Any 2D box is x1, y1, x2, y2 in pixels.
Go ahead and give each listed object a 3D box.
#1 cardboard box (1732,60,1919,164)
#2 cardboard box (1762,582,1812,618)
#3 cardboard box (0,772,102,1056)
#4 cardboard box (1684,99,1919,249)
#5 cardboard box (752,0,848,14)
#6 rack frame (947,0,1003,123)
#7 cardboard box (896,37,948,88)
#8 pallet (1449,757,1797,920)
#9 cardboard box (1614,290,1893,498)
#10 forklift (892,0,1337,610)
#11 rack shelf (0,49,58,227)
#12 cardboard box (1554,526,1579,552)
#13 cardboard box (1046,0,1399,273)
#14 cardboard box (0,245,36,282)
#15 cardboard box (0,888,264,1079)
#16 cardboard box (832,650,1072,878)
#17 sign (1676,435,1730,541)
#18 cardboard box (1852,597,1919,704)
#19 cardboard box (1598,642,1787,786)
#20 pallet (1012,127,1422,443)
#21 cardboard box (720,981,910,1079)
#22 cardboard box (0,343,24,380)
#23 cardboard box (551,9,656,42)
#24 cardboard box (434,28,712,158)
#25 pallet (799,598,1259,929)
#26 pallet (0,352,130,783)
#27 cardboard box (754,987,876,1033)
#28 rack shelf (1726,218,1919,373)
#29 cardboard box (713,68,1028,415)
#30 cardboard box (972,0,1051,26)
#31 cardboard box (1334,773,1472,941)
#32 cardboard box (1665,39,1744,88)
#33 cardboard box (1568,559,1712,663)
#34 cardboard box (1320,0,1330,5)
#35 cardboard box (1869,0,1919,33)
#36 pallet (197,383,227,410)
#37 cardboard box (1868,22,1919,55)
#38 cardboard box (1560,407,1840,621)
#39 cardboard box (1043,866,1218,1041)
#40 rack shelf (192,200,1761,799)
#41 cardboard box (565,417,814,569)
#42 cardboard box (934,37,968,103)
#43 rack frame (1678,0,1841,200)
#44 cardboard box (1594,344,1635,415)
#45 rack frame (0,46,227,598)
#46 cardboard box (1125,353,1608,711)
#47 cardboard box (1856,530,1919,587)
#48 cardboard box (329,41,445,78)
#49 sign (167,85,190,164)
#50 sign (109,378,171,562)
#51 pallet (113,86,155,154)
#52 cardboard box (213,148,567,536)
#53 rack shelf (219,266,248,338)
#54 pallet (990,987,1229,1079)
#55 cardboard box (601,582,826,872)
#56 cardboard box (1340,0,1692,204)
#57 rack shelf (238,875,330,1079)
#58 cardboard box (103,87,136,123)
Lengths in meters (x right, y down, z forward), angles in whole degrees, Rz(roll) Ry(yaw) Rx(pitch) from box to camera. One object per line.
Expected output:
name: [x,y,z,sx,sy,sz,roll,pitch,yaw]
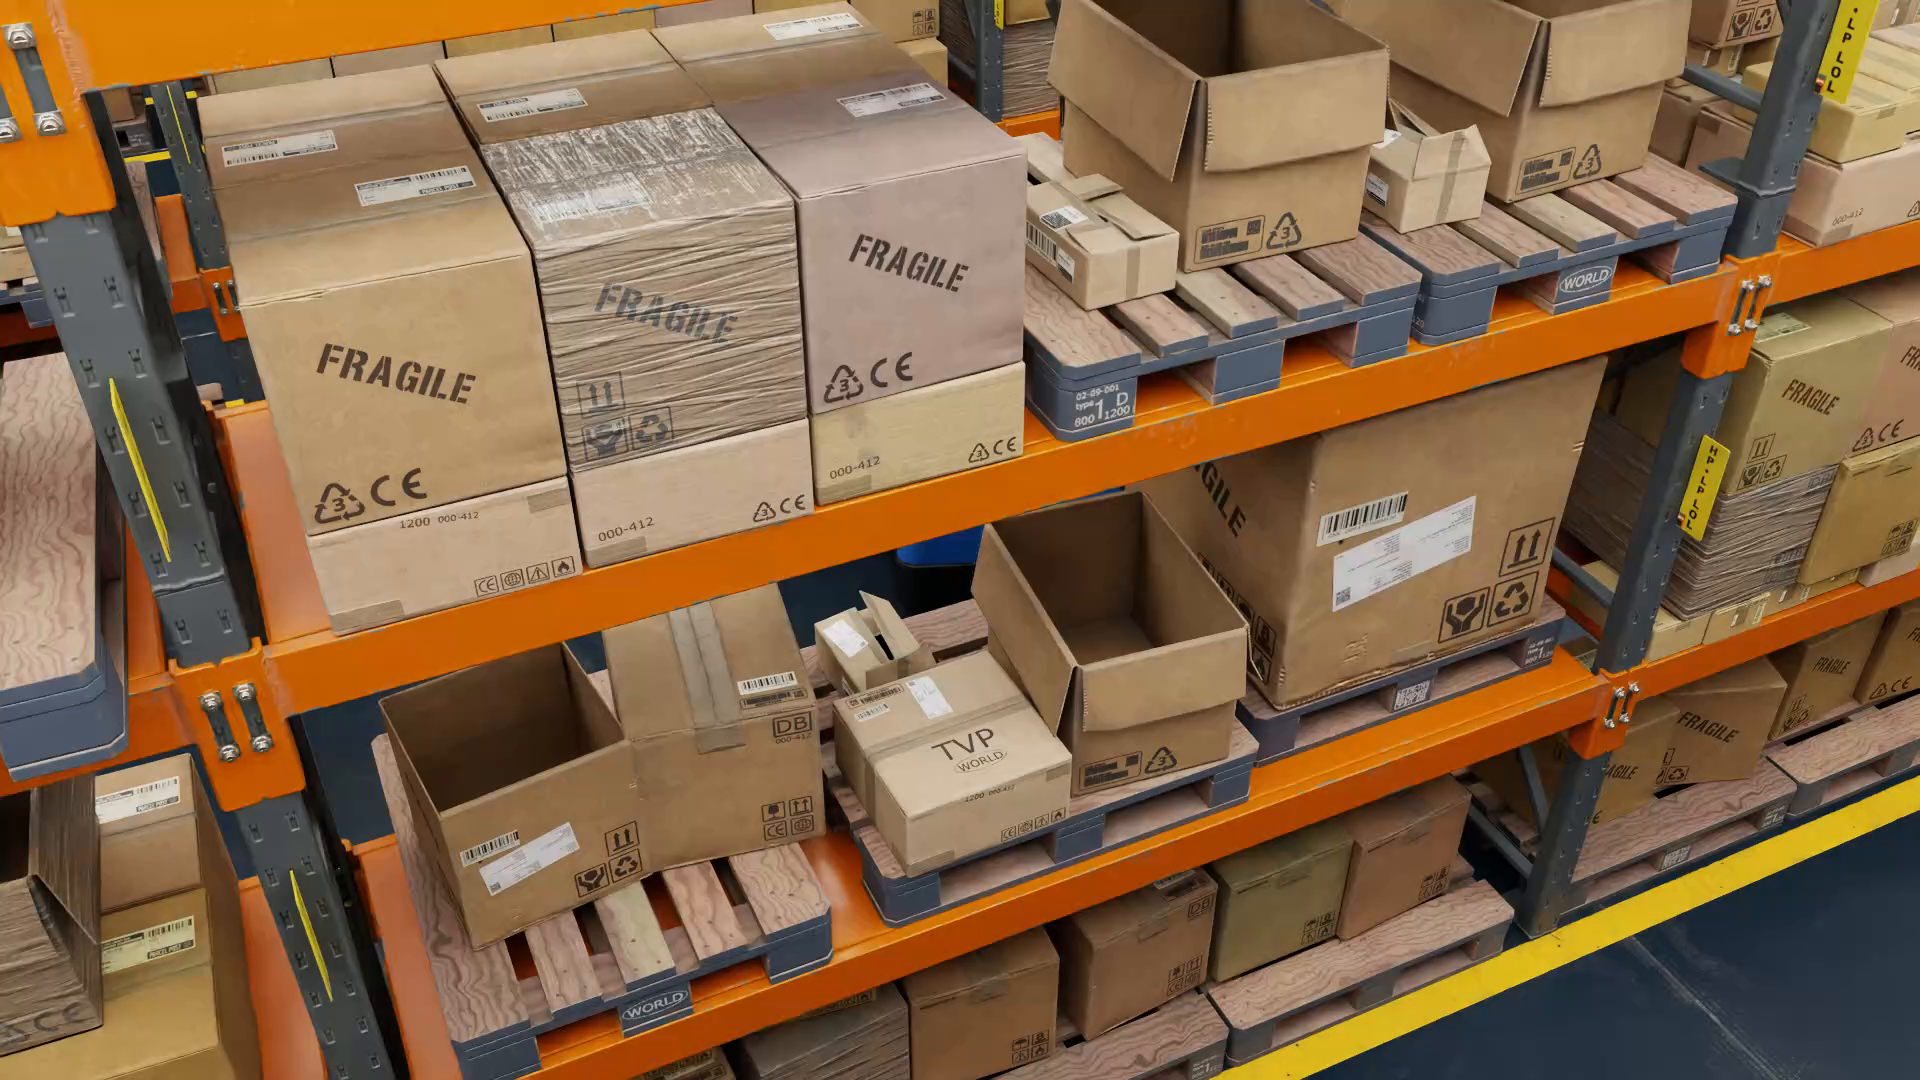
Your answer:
cardboard box: [2.404,-1.207,4.633,0.250,0.149,0.380,-17,40,-21]
cardboard box: [2.747,0.088,5.825,0.250,0.149,0.380,-16,39,-20]
cardboard box: [-2.311,0.759,3.782,0.637,0.503,0.797,-14,39,-18]
cardboard box: [2.495,-1.107,4.832,0.500,0.250,0.500,-17,40,-22]
cardboard box: [-0.949,-2.869,8.676,0.500,0.500,0.700,-16,40,-21]
rack frame: [-0.038,-2.687,9.355,0.127,3.000,1.000,-16,39,-20]
cardboard box: [-0.396,-2.451,8.952,0.500,0.500,0.500,-16,39,-20]
pallet: [2.571,0.944,6.799,1.213,0.211,1.003,-16,39,-20]
cardboard box: [2.494,-0.525,5.266,0.500,0.500,0.500,-16,39,-20]
forklift: [1.174,-1.179,7.380,3.031,2.935,1.130,-3,37,-4]
rack shelf: [-3.453,-0.428,2.213,4.000,0.370,1.077,-16,39,-20]
cardboard box: [2.048,-0.099,6.076,0.250,0.149,0.380,-16,39,-20]
cardboard box: [0.658,-1.097,4.254,0.637,0.503,0.797,-14,39,-18]
cardboard box: [-4.135,-1.308,7.353,0.250,0.149,0.380,-16,39,-20]
cardboard box: [-1.984,1.244,3.970,0.500,0.500,0.500,-14,39,-19]
cardboard box: [-0.028,0.617,4.673,0.500,0.250,0.500,-17,40,-21]
sign: [2.217,-0.153,4.967,0.005,0.325,0.100,-16,39,-20]
cardboard box: [3.926,0.303,7.069,0.500,0.500,0.500,-12,38,-16]
cardboard box: [2.873,0.620,6.642,0.500,0.500,0.500,-4,37,-5]
pallet: [0.437,-0.753,4.387,1.003,0.211,1.213,-16,39,-20]
cardboard box: [-0.548,1.526,5.404,0.500,0.500,0.700,-19,41,-24]
cardboard box: [-4.619,-0.692,7.781,0.500,0.250,0.500,-15,39,-19]
cardboard box: [-1.865,-2.614,8.333,0.500,0.500,0.700,-16,39,-20]
cardboard box: [-0.857,-0.811,3.804,0.500,0.500,0.500,-16,39,-20]
pallet: [0.132,0.580,5.111,1.213,0.211,1.003,-16,39,-20]
pallet: [-2.203,0.089,3.253,1.003,0.211,1.213,-14,39,-18]
cardboard box: [-0.573,1.227,5.178,0.500,0.250,0.500,-11,38,-15]
rack shelf: [3.789,-1.409,5.717,4.000,0.370,1.077,-16,39,-20]
cardboard box: [-0.195,-0.657,3.597,0.500,0.500,0.500,-17,40,-21]
cardboard box: [0.311,-3.256,9.089,0.550,0.550,0.875,-16,39,-20]
cardboard box: [1.413,0.985,6.134,0.500,0.500,0.700,-19,40,-23]
cardboard box: [2.150,-1.529,5.067,0.250,0.149,0.380,-14,39,-19]
cardboard box: [2.301,0.222,5.643,0.250,0.149,0.380,-16,39,-20]
cardboard box: [1.756,-3.260,10.001,0.500,0.550,0.875,-16,39,-20]
cardboard box: [2.860,-1.742,5.353,0.250,0.149,0.380,-17,40,-21]
pallet: [-4.367,-0.357,8.555,1.213,0.211,1.003,-16,39,-20]
cardboard box: [2.871,-1.369,4.851,0.250,0.149,0.380,-15,39,-20]
cardboard box: [2.412,-0.227,5.704,0.500,0.500,0.875,-16,39,-20]
cardboard box: [0.467,1.237,5.793,0.500,0.500,0.700,-19,41,-24]
rack shelf: [0.168,-0.396,4.352,4.000,0.370,1.077,-16,39,-20]
cardboard box: [-0.644,-0.230,3.650,0.500,0.250,0.500,-15,39,-19]
cardboard box: [0.031,-3.344,12.222,0.503,0.637,0.797,-16,39,-20]
rack frame: [1.978,-2.396,3.927,0.127,3.000,1.000,-16,39,-20]
cardboard box: [2.269,-0.810,5.651,0.500,0.500,0.500,-16,39,-20]
rack frame: [-1.643,-1.384,2.562,0.127,3.000,1.000,-16,39,-20]
cardboard box: [1.200,-0.271,5.241,1.000,1.000,1.000,-15,39,-20]
cardboard box: [3.213,-0.022,5.972,0.250,0.149,0.380,-16,39,-20]
cardboard box: [-2.791,-2.353,7.981,0.500,0.500,0.700,-16,40,-21]
sign: [-3.419,-1.817,7.277,0.005,0.325,0.100,-16,39,-20]
sign: [-1.414,-0.117,2.871,0.005,0.325,0.100,-16,39,-20]
pallet: [-6.599,-3.039,12.171,1.213,0.211,1.003,-16,39,-20]
cardboard box: [-1.108,-0.400,3.250,0.500,0.500,0.500,-15,39,-20]
rack shelf: [-1.848,-1.892,8.886,4.000,0.370,1.077,-16,39,-20]
pallet: [0.168,1.642,5.858,1.213,0.211,1.003,-16,39,-20]
cardboard box: [-0.708,0.464,4.671,0.500,0.500,0.700,-10,38,-13]
cardboard box: [1.511,-1.336,4.576,0.637,0.503,0.797,-18,40,-22]
rack shelf: [-3.453,1.821,3.881,4.000,0.370,1.077,-16,39,-20]
cardboard box: [-6.514,-3.504,11.887,0.875,0.875,0.875,-16,39,-20]
